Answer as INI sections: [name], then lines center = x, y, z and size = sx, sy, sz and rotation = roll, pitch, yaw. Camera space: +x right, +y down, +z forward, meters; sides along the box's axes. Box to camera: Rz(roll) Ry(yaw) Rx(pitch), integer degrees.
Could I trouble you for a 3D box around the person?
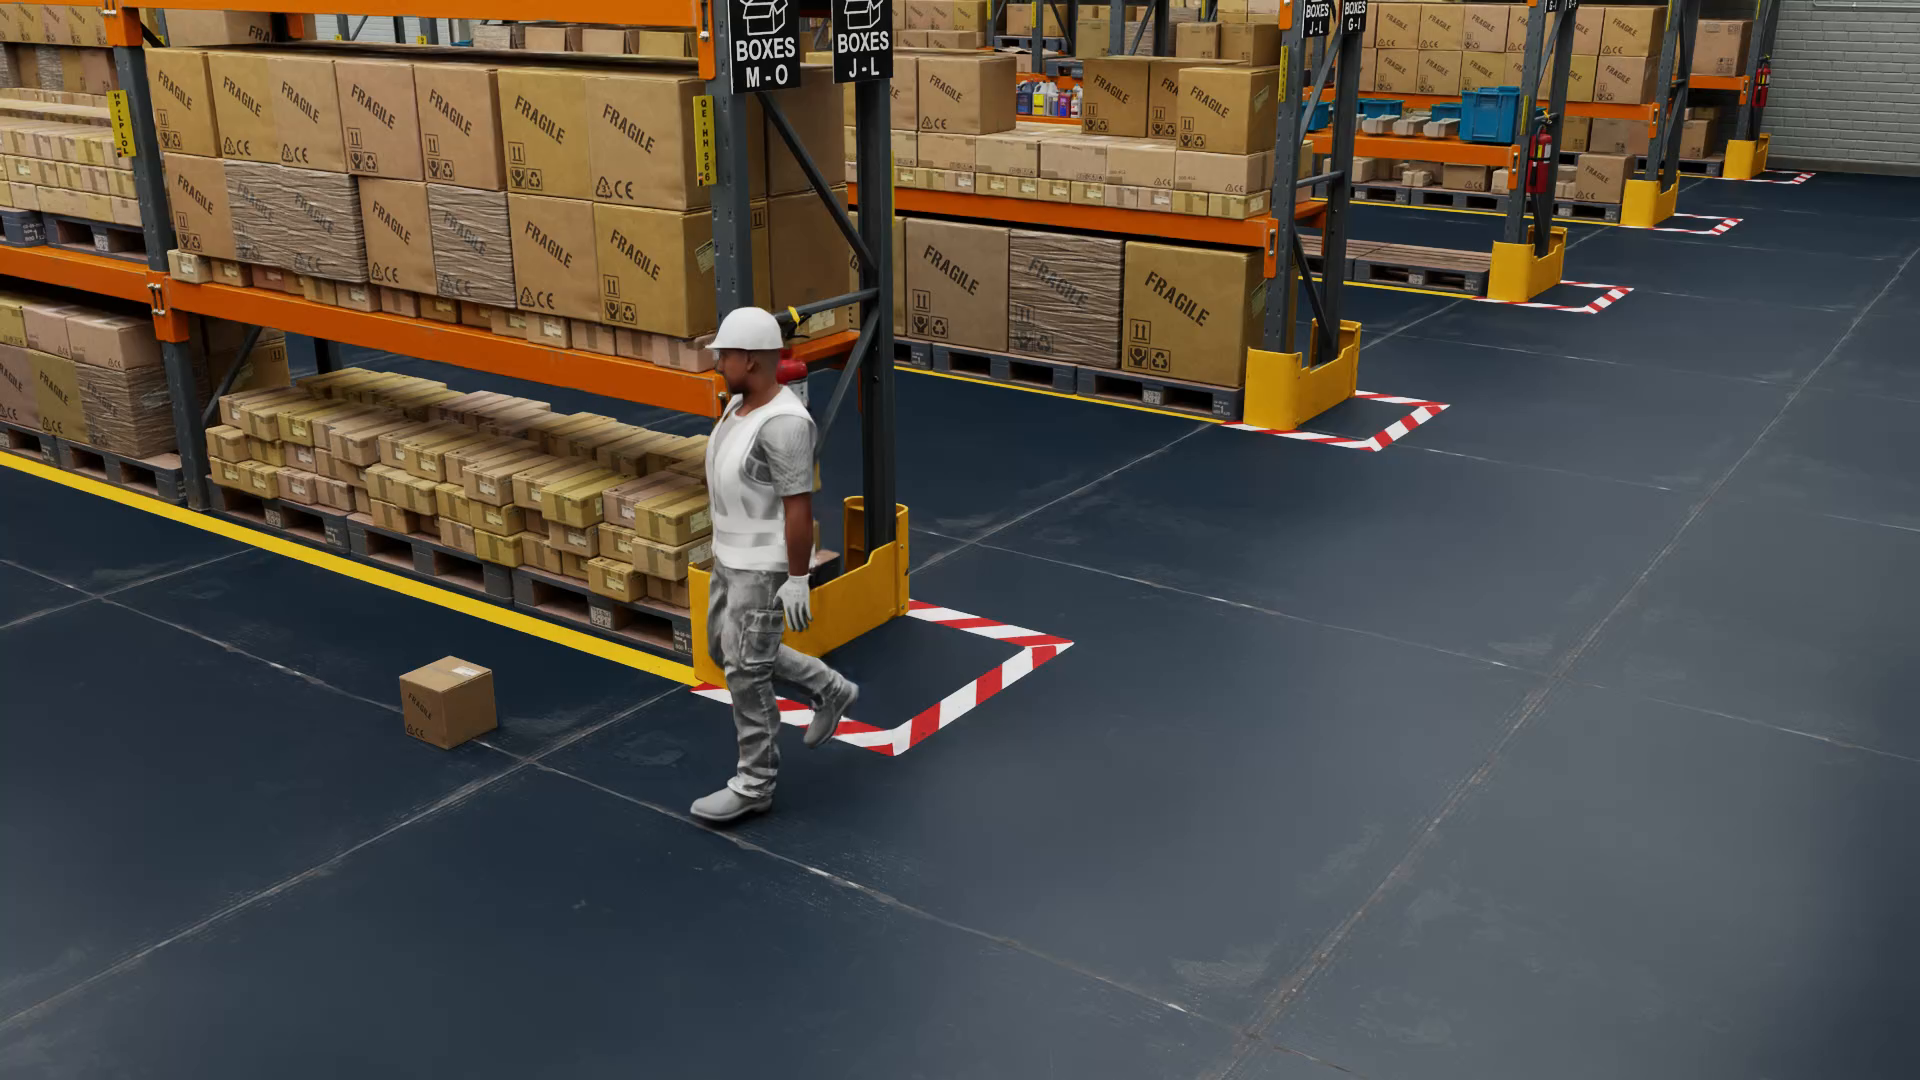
[person]
center = -0.801, 0.088, 5.715
size = 0.485, 1.770, 0.608
rotation = -7, 21, -18
